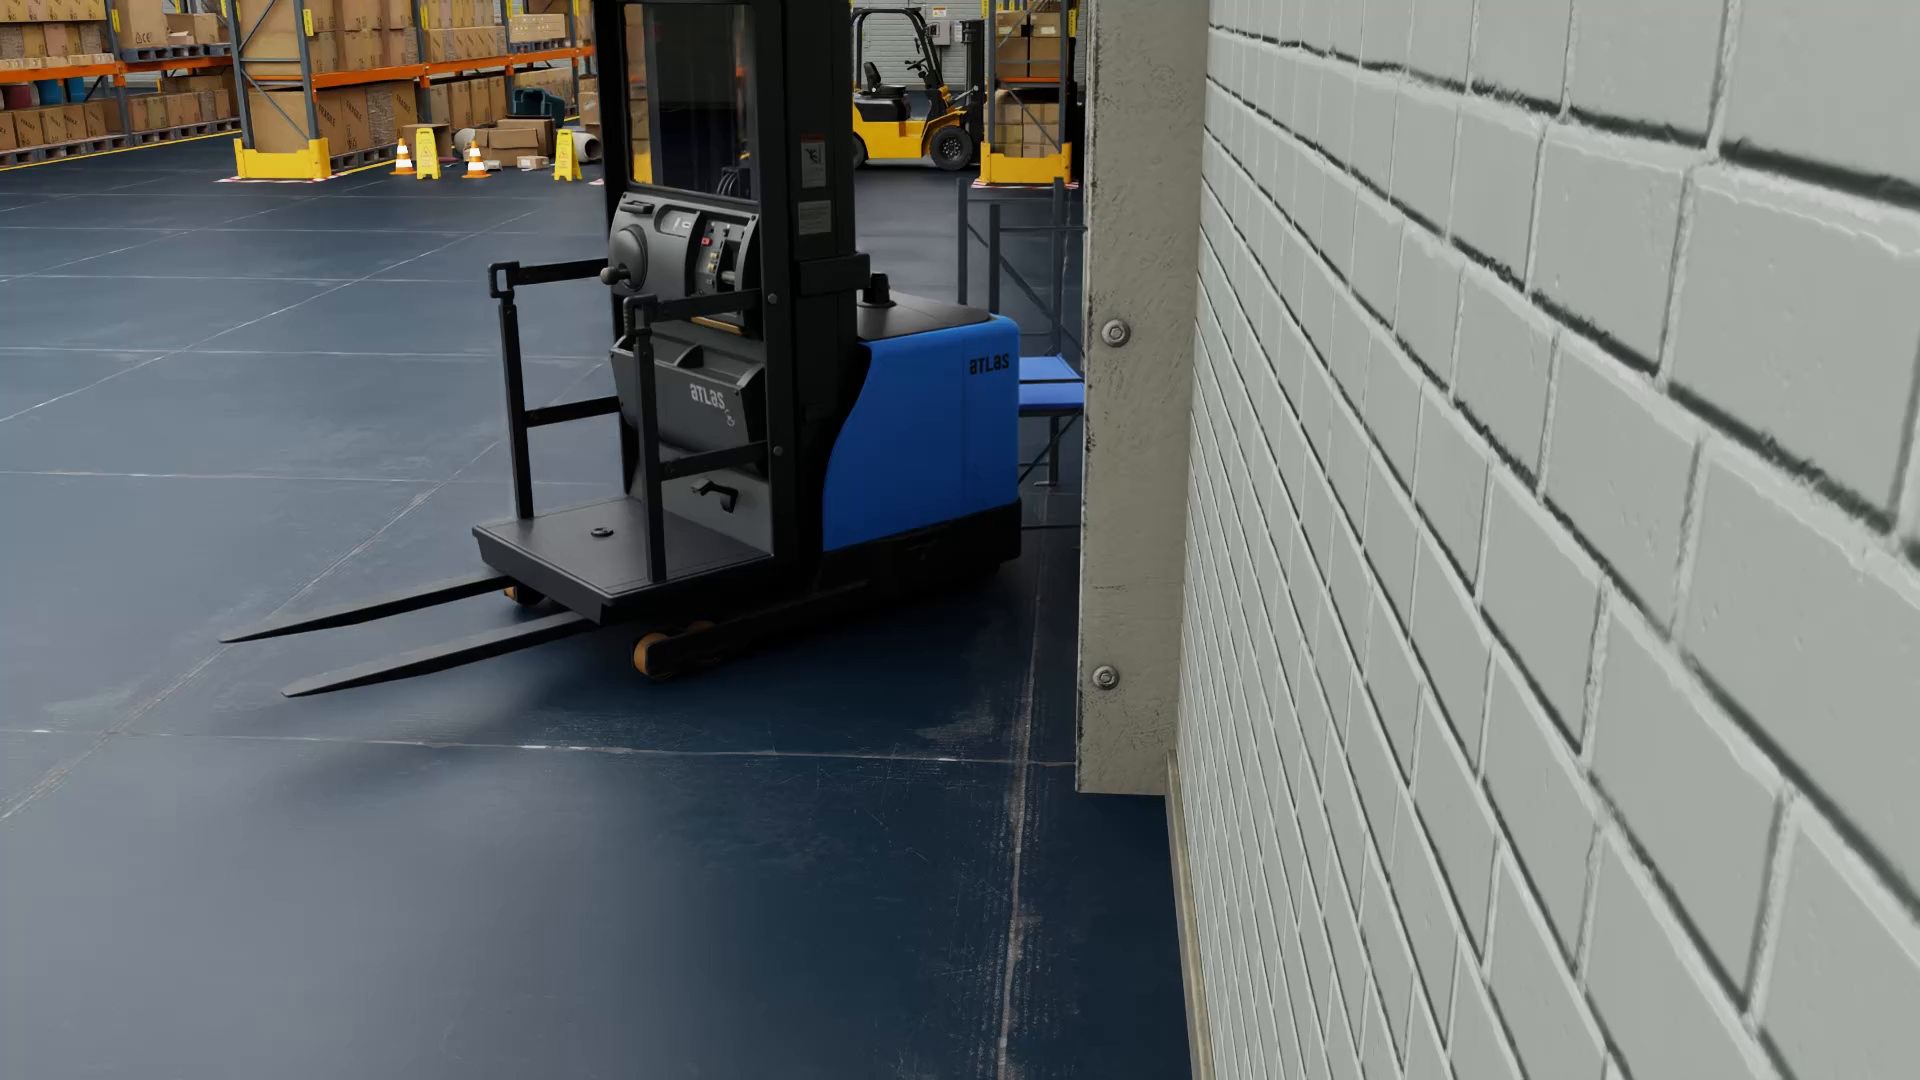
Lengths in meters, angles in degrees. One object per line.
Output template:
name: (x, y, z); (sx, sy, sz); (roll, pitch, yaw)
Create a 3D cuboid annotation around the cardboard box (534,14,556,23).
cardboard box: (-8.046, -10.094, 32.186); (0.380, 0.149, 0.250); (1, 18, 2)

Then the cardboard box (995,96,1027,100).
cardboard box: (0.685, -6.099, 23.356); (0.500, 0.250, 0.500); (1, 18, 3)

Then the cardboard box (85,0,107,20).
cardboard box: (-13.445, -8.200, 25.386); (0.500, 0.500, 0.500); (1, 18, 4)

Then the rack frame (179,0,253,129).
rack frame: (-13.400, -8.924, 29.840); (1.000, 3.000, 0.127); (1, 18, 4)

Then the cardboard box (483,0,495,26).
cardboard box: (-8.502, -9.165, 28.811); (0.700, 0.500, 0.500); (1, 18, 4)

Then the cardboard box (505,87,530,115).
cardboard box: (-8.155, -8.008, 30.384); (0.500, 0.500, 0.500); (1, 18, 2)

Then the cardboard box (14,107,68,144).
cardboard box: (-13.755, -6.197, 24.859); (0.500, 0.500, 0.500); (0, 18, -1)

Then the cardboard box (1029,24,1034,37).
cardboard box: (1.099, -6.642, 21.673); (0.380, 0.149, 0.250); (1, 18, 4)

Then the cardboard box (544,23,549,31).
cardboard box: (-8.078, -9.793, 31.744); (0.380, 0.149, 0.250); (0, 18, 1)

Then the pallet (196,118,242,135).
pallet: (-13.458, -7.356, 29.534); (1.003, 0.211, 1.213); (1, 18, 4)

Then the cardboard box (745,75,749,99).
cardboard box: (-3.383, -8.105, 30.080); (0.875, 0.875, 0.875); (1, 18, 3)

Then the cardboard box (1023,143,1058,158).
cardboard box: (1.092, -5.150, 22.063); (0.500, 0.250, 0.500); (1, 18, 4)

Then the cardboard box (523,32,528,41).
cardboard box: (-8.171, -9.247, 30.557); (0.380, 0.149, 0.250); (2, 18, 6)

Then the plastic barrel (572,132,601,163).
plastic barrel: (-5.451, -5.669, 24.045); (0.512, 0.421, 0.421); (17, 25, 41)

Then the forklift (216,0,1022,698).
forklift: (-1.186, -1.079, 6.008); (3.031, 2.935, 1.130); (-15, 23, -39)

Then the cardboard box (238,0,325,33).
cardboard box: (-8.968, -6.996, 21.981); (0.875, 0.550, 0.550); (1, 18, 4)

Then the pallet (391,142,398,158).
pallet: (-8.879, -5.980, 25.334); (1.003, 0.211, 1.213); (1, 18, 4)

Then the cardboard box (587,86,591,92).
cardboard box: (-7.896, -9.357, 34.587); (0.380, 0.149, 0.250); (0, 18, 1)

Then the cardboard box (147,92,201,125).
cardboard box: (-13.489, -7.388, 28.460); (0.700, 0.500, 0.500); (3, 18, 9)

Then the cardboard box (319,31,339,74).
cardboard box: (-9.034, -6.656, 22.678); (0.875, 0.550, 0.550); (1, 18, 4)

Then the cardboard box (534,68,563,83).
cardboard box: (-8.025, -8.996, 32.196); (0.500, 0.250, 0.500); (2, 18, 7)

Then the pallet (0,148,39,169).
pallet: (-13.875, -5.389, 23.531); (1.003, 0.211, 1.213); (1, 18, 4)

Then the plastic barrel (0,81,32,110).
plastic barrel: (-18.241, -8.591, 32.023); (0.600, 0.588, 0.708); (1, 18, 4)

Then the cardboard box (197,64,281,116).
cardboard box: (-13.330, -8.328, 30.758); (1.225, 0.875, 0.875); (0, 18, 1)

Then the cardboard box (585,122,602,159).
cardboard box: (-5.236, -5.971, 24.840); (0.500, 0.500, 0.500); (17, 25, 41)

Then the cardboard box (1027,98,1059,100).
cardboard box: (1.164, -5.932, 22.845); (0.500, 0.250, 0.500); (1, 18, 4)

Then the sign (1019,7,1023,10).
sign: (1.181, -10.257, 32.517); (0.100, 0.325, 0.005); (1, 18, 4)

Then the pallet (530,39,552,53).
pallet: (-8.359, -9.306, 31.316); (1.003, 0.211, 1.213); (1, 18, 4)

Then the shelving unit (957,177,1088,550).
shelving unit: (0.302, -0.827, 7.537); (0.538, 1.500, 1.048); (-2, 18, -7)

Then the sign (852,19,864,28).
sign: (-2.605, -13.088, 42.113); (0.327, 0.218, 0.001); (1, 18, 4)

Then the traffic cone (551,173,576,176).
traffic cone: (-5.345, -5.175, 22.473); (0.336, 0.463, 0.334); (1, 18, 4)

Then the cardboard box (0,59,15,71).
cardboard box: (-13.623, -6.713, 23.497); (0.380, 0.149, 0.250); (1, 18, 4)

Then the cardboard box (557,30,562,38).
cardboard box: (-8.022, -9.896, 32.535); (0.380, 0.149, 0.250); (1, 18, 4)

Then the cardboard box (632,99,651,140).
cardboard box: (-4.292, -5.722, 22.606); (0.500, 0.500, 0.500); (1, 18, 4)

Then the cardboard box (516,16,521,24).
cardboard box: (-8.195, -9.444, 30.200); (0.380, 0.149, 0.250); (1, 18, 4)

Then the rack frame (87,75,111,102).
rack frame: (-18.053, -10.277, 33.969); (1.000, 3.000, 0.127); (1, 18, 4)

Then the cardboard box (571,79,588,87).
cardboard box: (-7.894, -9.418, 34.296); (0.380, 0.149, 0.250); (1, 18, 3)

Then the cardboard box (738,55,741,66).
cardboard box: (-3.521, -7.234, 25.088); (0.380, 0.149, 0.250); (1, 18, 3)

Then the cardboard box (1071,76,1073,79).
cardboard box: (1.933, -8.632, 31.247); (0.380, 0.149, 0.250); (2, 18, 5)

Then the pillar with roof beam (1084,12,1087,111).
pillar with roof beam: (-1.623, -12.978, 32.580); (9.100, 9.000, 0.400); (1, 18, 4)

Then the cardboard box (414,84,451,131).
cardboard box: (-8.792, -6.865, 26.495); (1.050, 0.750, 0.750); (1, 18, 4)

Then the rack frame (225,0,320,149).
rack frame: (-9.034, -6.297, 21.824); (1.000, 3.000, 0.127); (1, 18, 4)

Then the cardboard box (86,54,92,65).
cardboard box: (-13.514, -7.335, 25.395); (0.380, 0.149, 0.250); (1, 18, 4)

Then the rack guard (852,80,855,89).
rack guard: (-2.940, -10.007, 37.160); (1.175, 0.500, 0.348); (1, 18, 4)

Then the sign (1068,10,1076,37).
sign: (1.415, -6.543, 21.057); (0.100, 0.325, 0.005); (1, 18, 4)

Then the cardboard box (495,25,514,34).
cardboard box: (-8.225, -9.149, 29.778); (0.380, 0.149, 0.250); (2, 18, 6)
